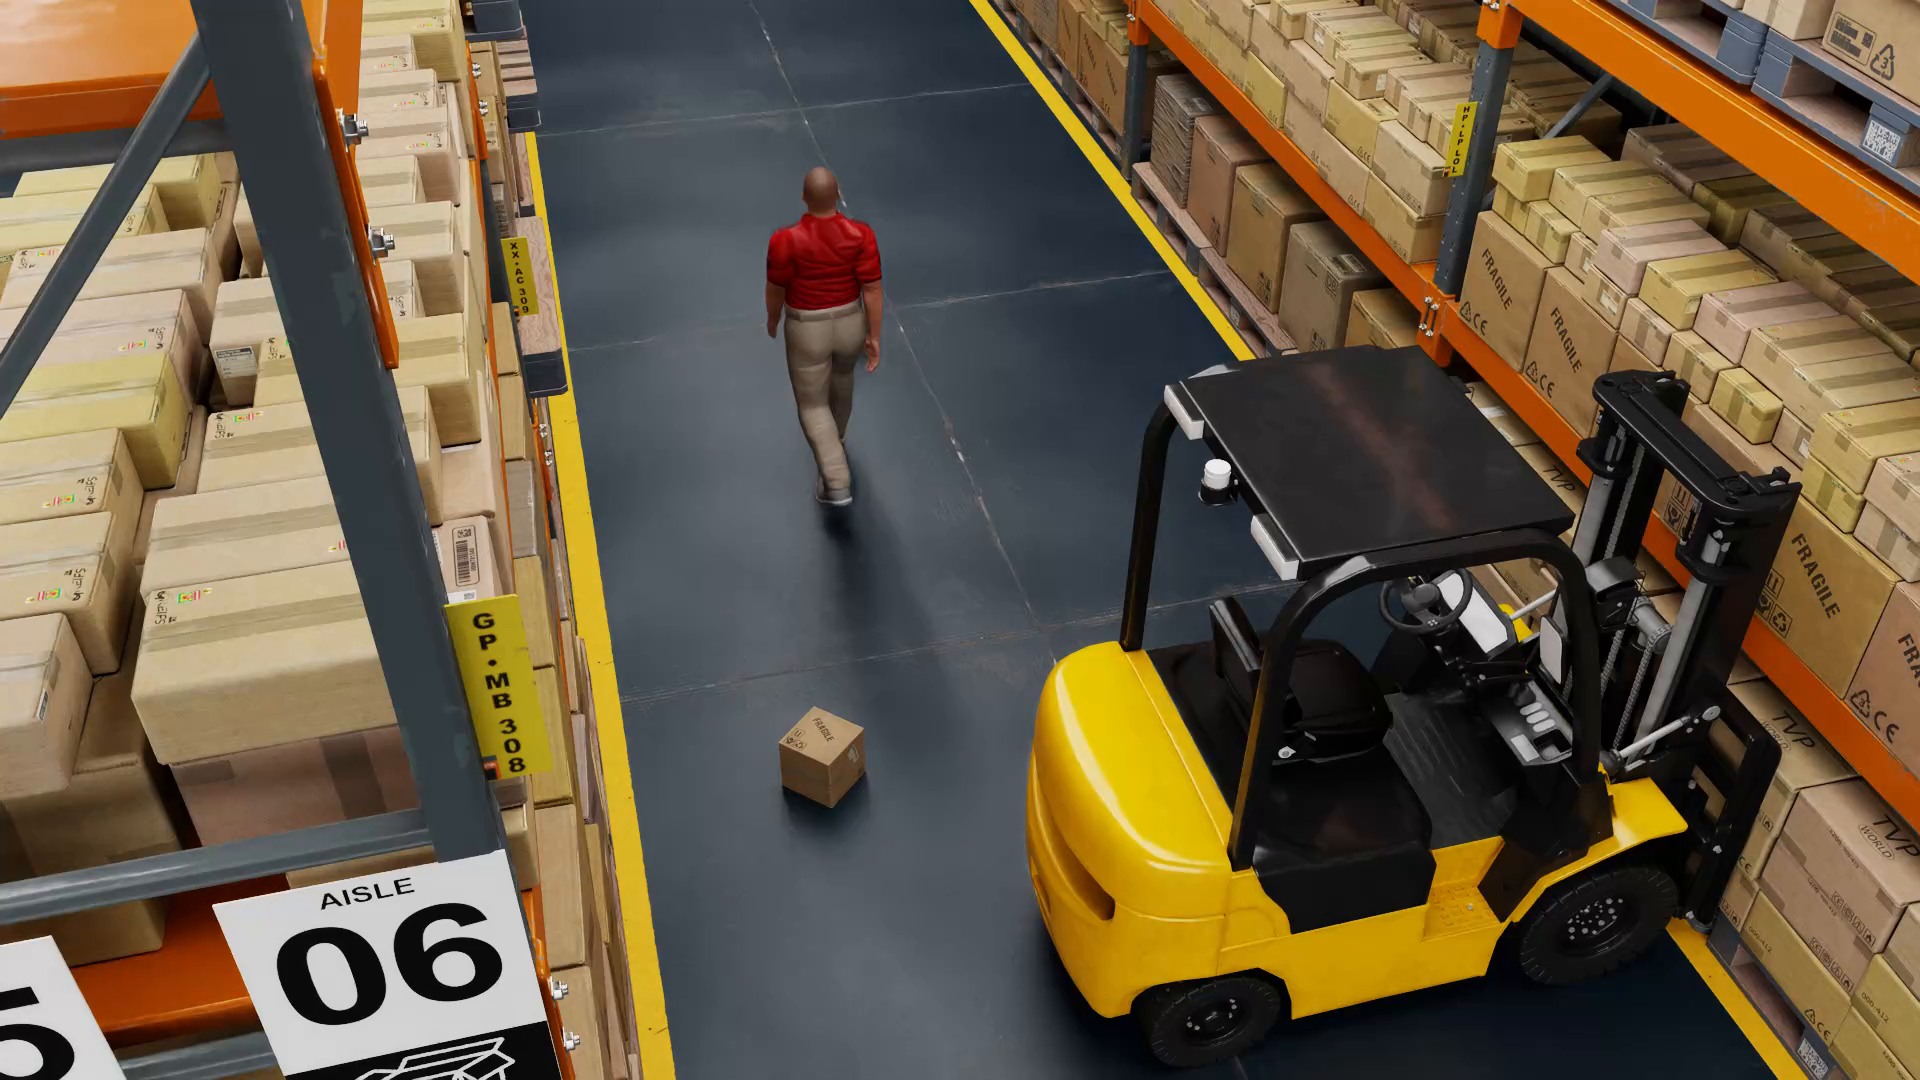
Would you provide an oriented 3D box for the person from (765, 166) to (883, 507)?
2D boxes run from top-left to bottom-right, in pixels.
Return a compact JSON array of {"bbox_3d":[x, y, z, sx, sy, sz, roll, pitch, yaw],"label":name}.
[{"bbox_3d":[-0.657,-1.025,8.039,0.532,1.674,1.047,-13,40,-16],"label":"person"}]
